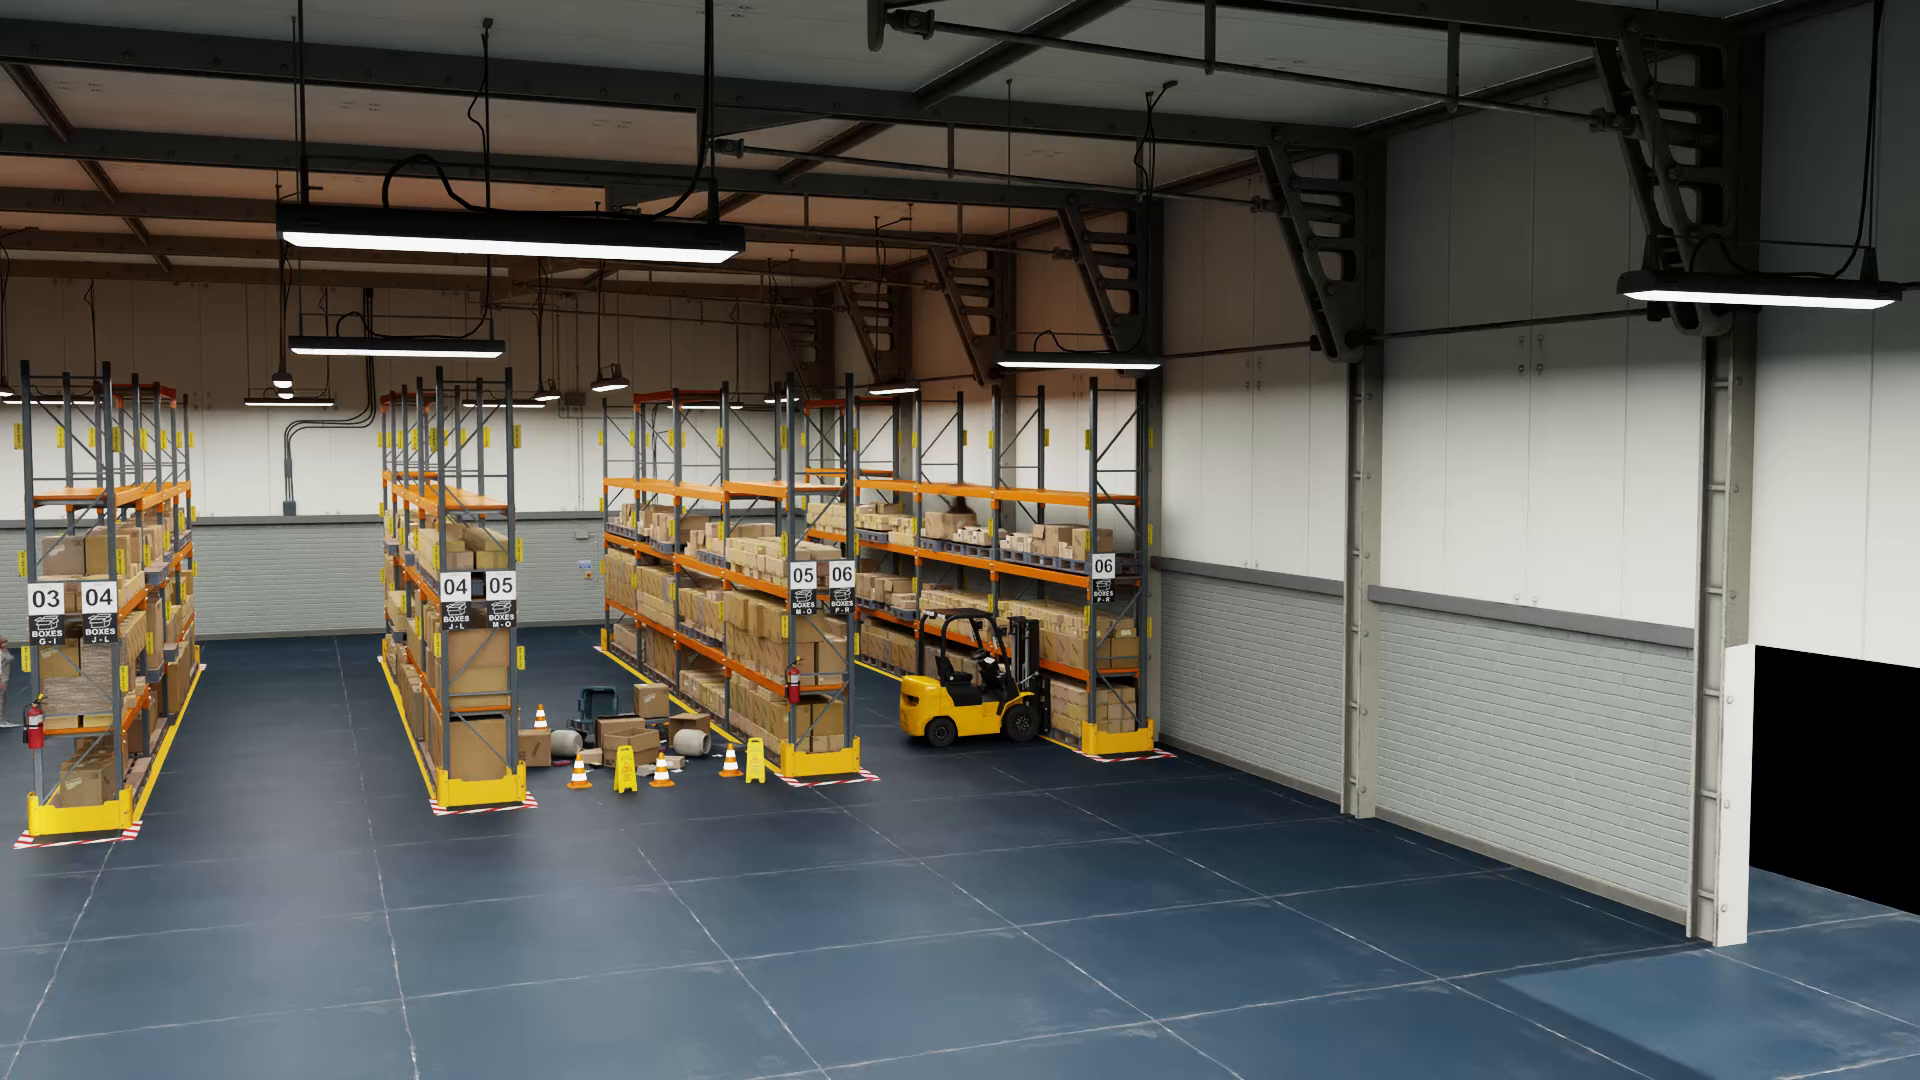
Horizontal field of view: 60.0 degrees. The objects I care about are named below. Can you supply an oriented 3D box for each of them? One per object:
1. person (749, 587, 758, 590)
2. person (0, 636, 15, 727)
[{"bbox_3d":[-4.588,1.869,37.214,0.579,1.805,0.404,3,4,39],"label":"person"},{"bbox_3d":[-16.620,2.461,28.925,0.329,1.623,0.476,-2,4,-26],"label":"person"}]
